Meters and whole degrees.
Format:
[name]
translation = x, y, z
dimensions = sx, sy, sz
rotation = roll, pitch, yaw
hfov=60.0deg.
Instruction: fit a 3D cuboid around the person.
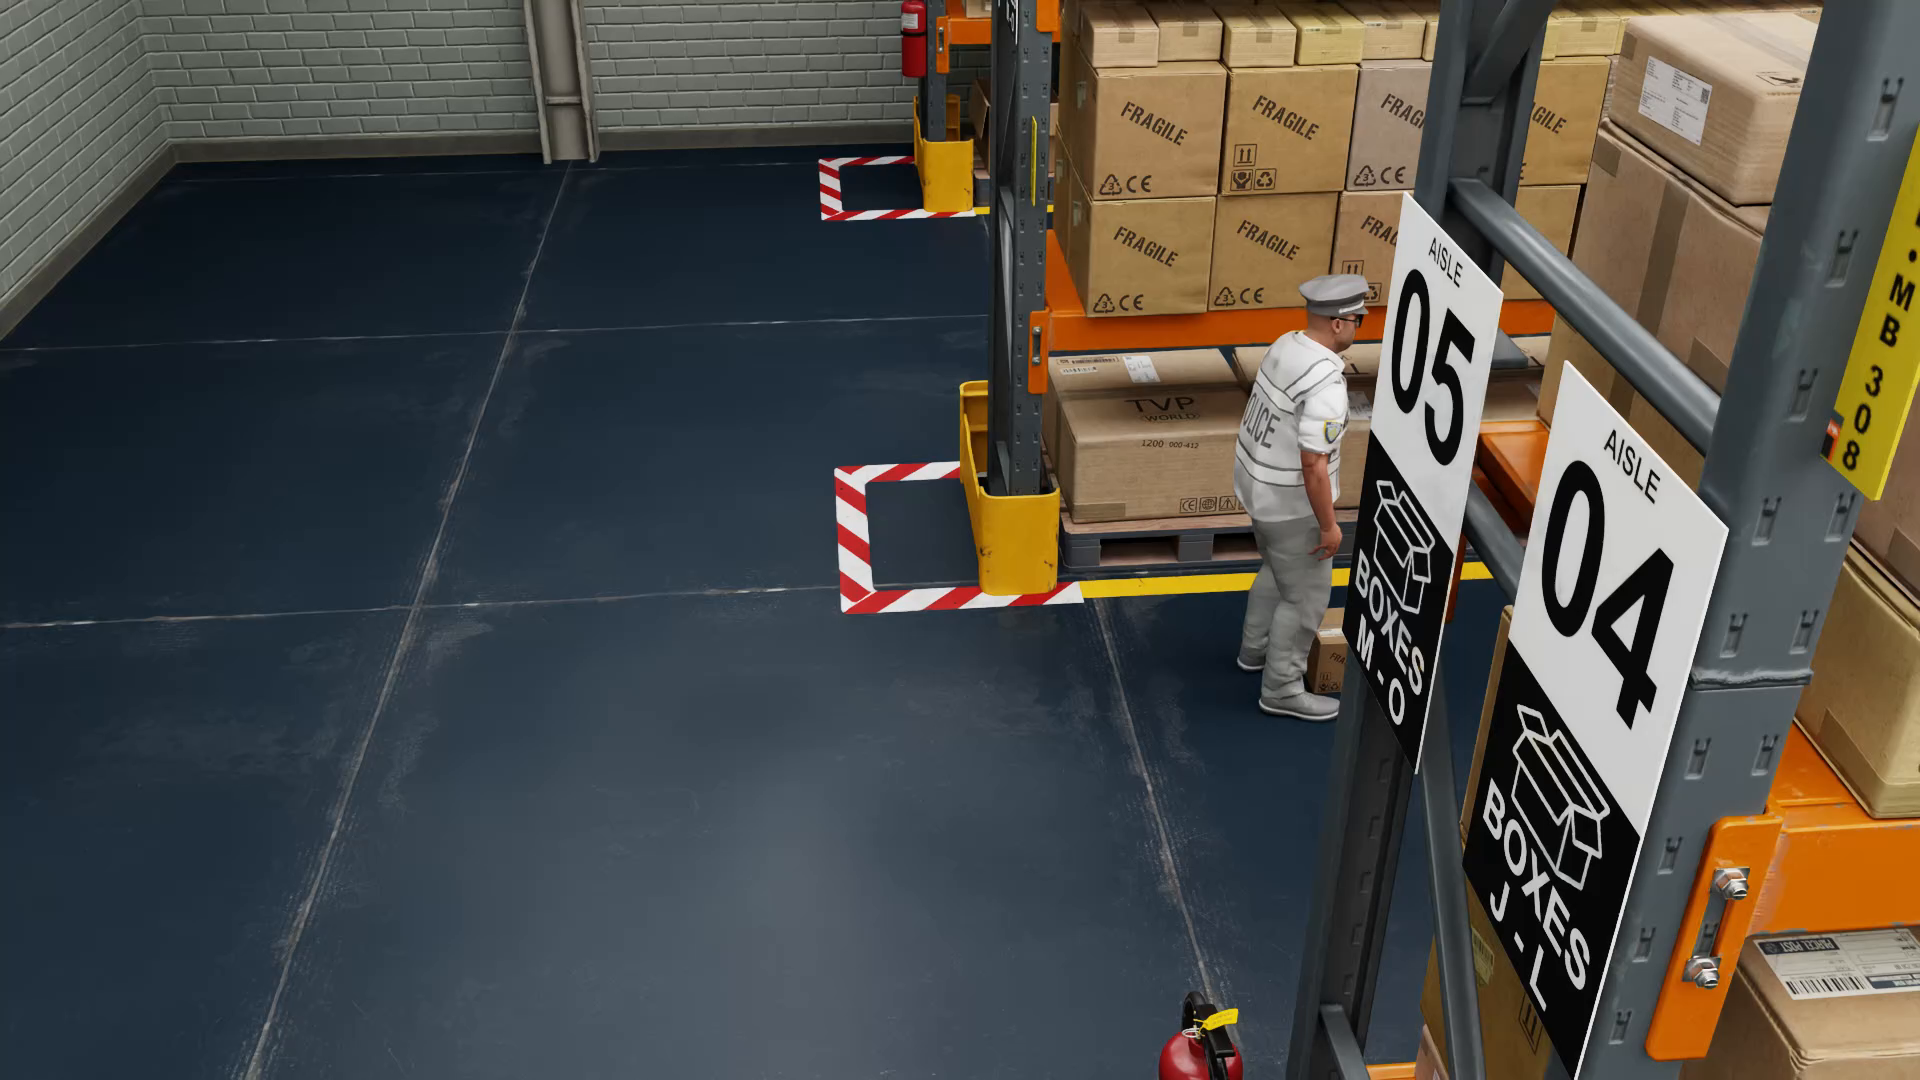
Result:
[person]
translation = 1.284, -0.167, 6.406
dimensions = 0.433, 1.746, 0.608
rotation = -5, 31, -7
